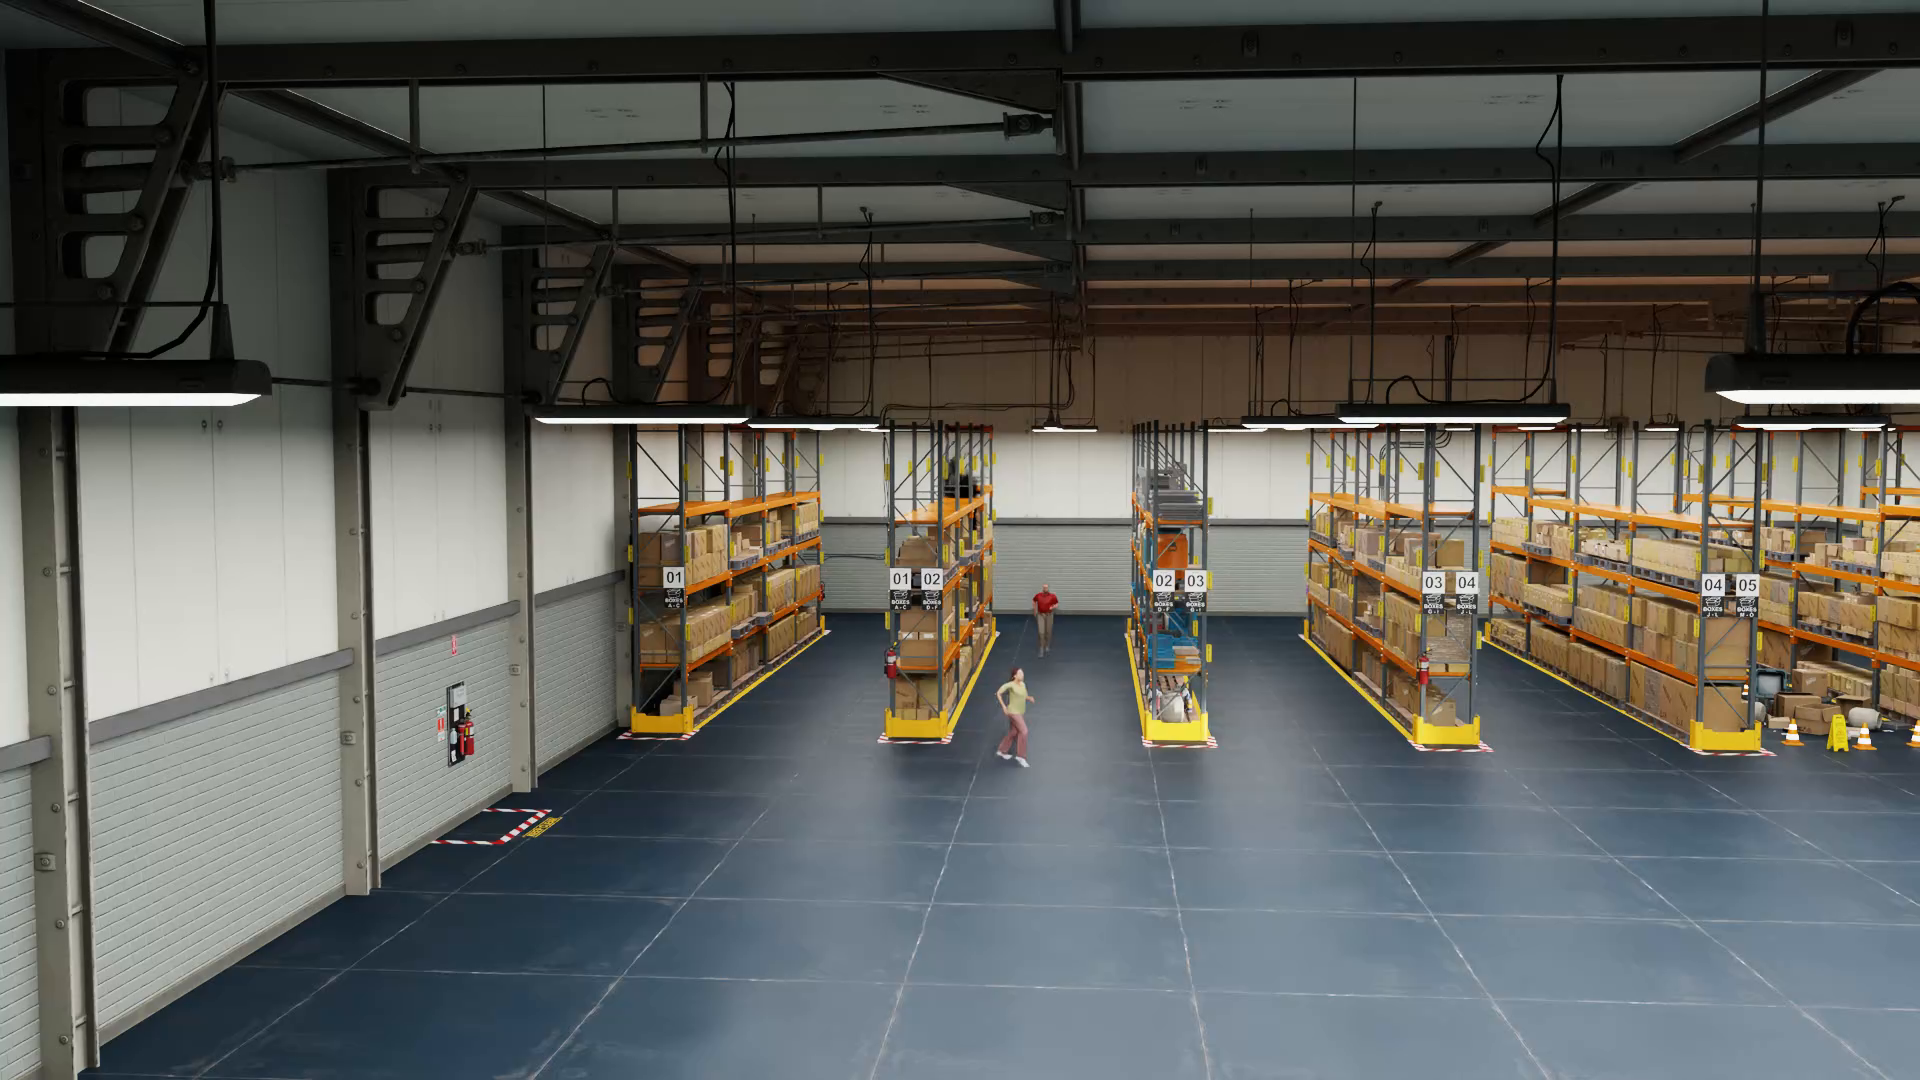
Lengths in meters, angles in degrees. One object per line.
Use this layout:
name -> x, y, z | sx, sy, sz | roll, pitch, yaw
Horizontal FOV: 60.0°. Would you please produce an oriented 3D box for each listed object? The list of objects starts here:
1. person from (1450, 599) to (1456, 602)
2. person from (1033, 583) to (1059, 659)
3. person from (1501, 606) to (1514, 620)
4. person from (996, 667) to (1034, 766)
person -> 13.330, 2.097, 44.851 | 0.630, 1.600, 0.593 | 1, 4, 9
person -> 2.136, 2.004, 41.315 | 0.644, 1.862, 0.764 | 0, 4, 0
person -> 15.726, 1.867, 47.623 | 0.586, 1.735, 0.788 | 3, 5, 41
person -> 0.955, 3.061, 28.992 | 0.744, 1.725, 0.562 | 2, 4, 32
